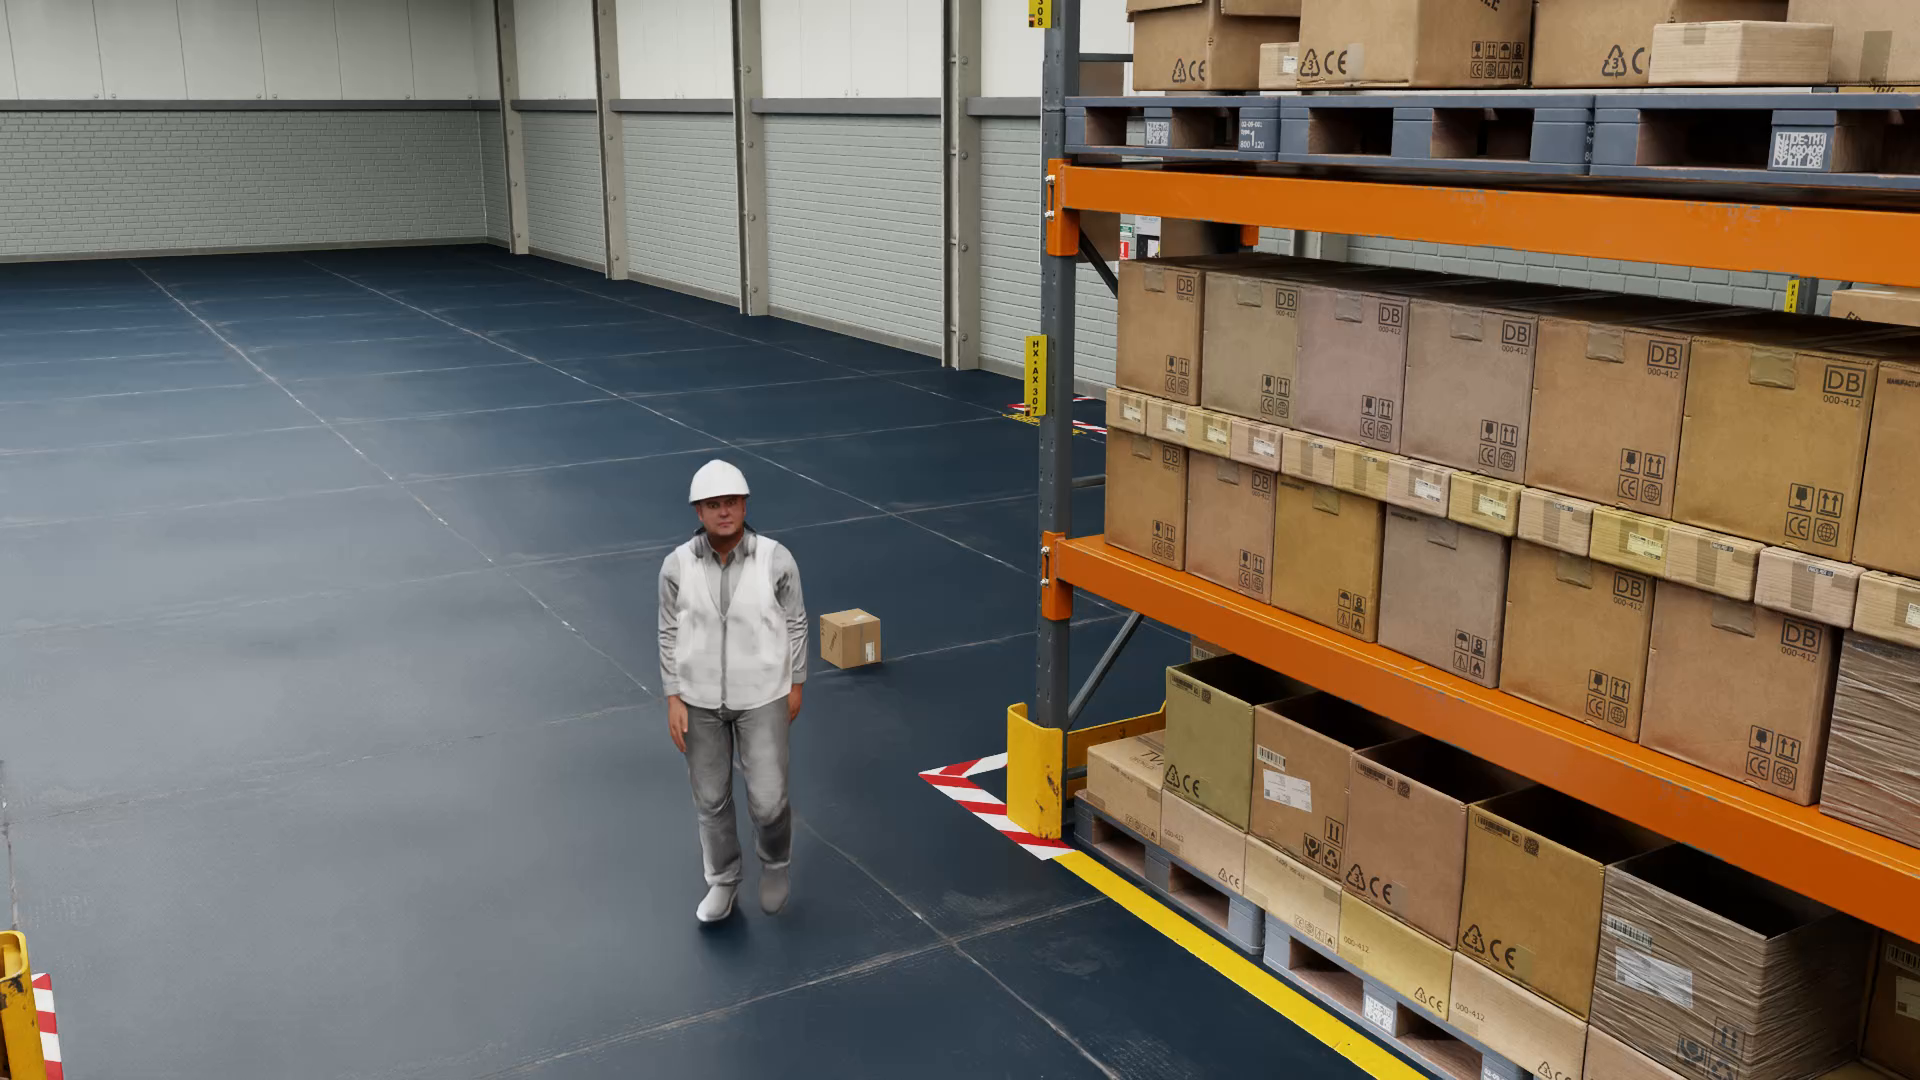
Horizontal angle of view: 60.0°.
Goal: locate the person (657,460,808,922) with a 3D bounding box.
[{"bbox_3d":[-0.842,0.591,6.145,0.540,1.784,0.447,1,15,2],"label":"person"}]
